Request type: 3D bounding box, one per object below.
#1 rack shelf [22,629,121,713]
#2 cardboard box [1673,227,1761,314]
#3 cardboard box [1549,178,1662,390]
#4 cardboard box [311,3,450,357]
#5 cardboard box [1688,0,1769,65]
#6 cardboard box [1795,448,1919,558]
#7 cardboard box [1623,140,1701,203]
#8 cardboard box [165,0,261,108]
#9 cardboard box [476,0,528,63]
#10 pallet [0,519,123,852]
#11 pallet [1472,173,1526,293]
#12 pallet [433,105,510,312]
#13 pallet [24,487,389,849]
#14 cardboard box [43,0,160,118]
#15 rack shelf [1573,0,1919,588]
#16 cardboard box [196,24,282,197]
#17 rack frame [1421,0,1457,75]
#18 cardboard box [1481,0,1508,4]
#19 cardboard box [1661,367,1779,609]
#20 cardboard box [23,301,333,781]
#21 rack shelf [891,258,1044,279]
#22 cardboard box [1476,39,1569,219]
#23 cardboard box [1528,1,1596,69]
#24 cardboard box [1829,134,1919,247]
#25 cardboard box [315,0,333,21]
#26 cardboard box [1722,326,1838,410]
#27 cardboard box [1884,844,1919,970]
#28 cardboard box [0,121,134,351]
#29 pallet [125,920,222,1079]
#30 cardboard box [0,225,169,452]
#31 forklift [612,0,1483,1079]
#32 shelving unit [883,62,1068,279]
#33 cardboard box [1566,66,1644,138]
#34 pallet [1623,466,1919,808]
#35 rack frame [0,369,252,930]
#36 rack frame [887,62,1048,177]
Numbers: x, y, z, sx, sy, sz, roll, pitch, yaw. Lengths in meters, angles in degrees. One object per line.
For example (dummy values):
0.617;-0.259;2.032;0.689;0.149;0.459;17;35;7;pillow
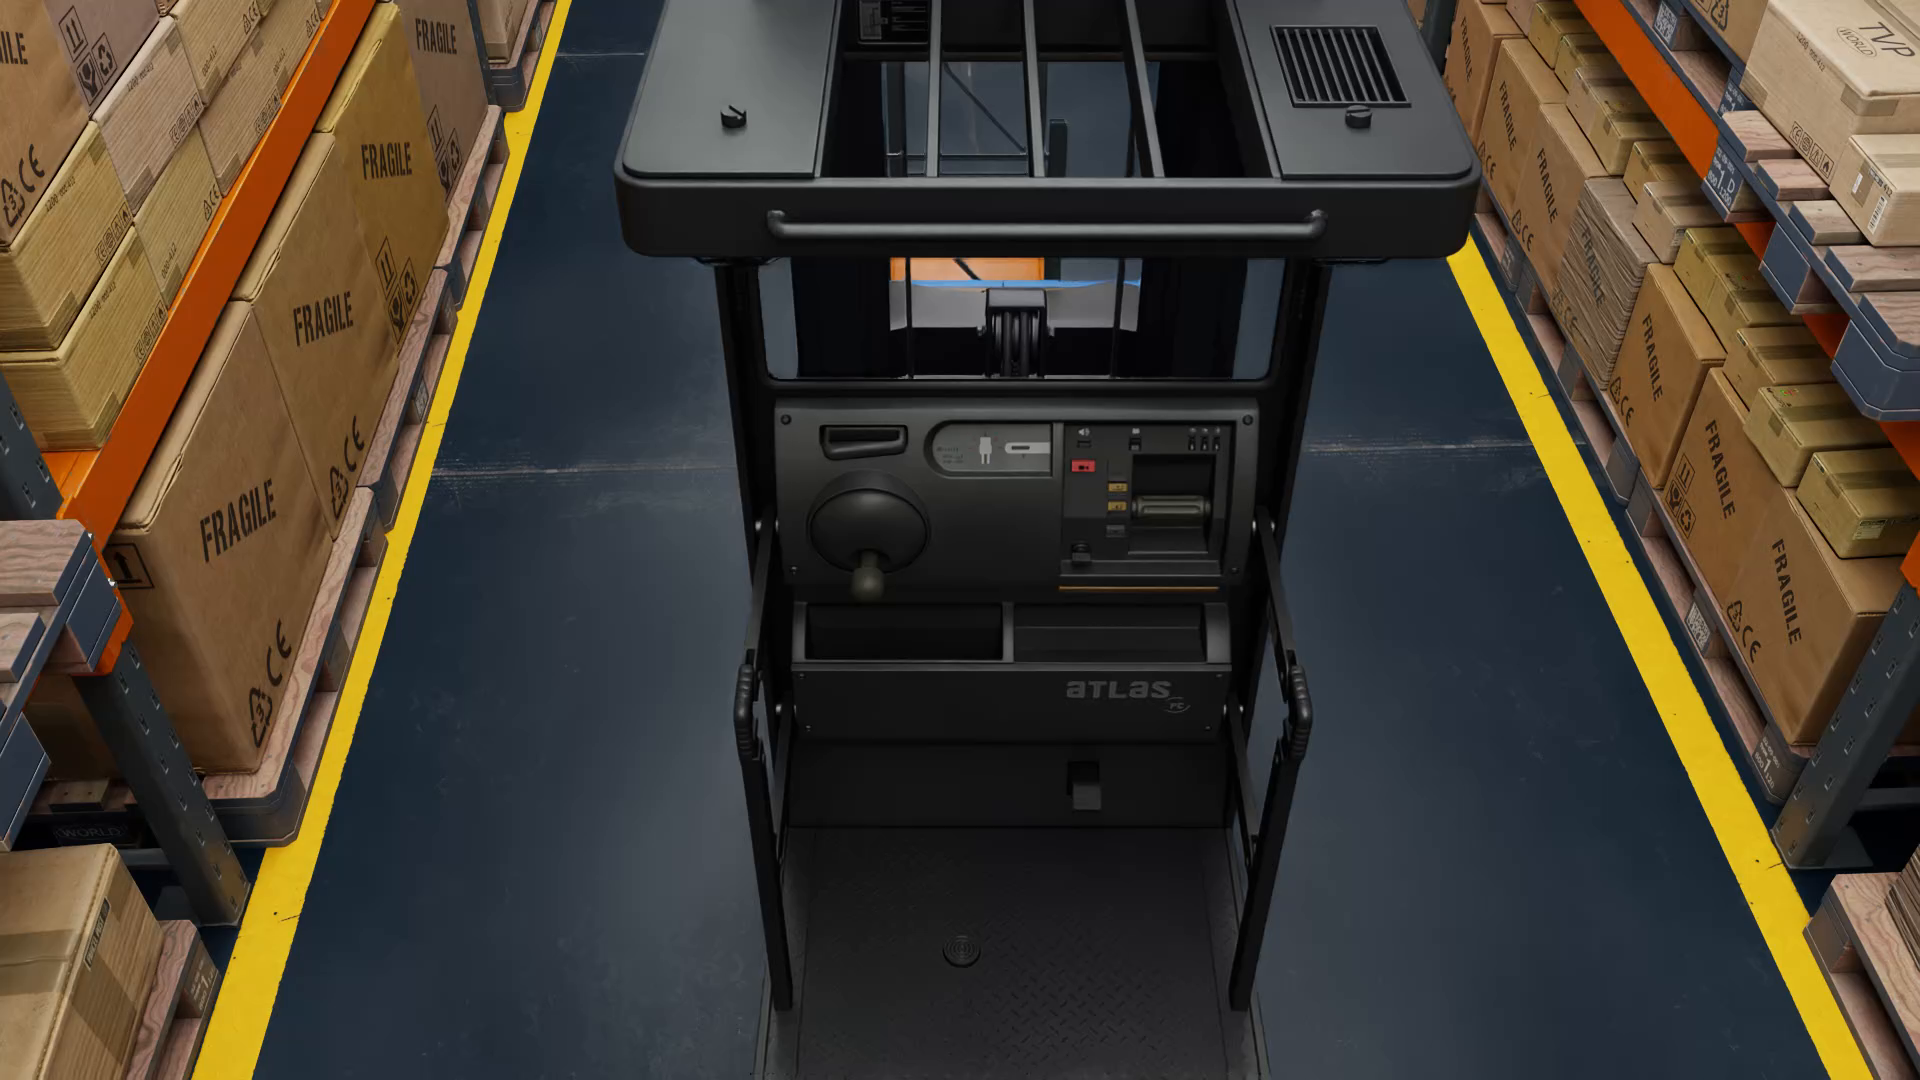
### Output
-2.232;1.459;1.971;1.077;0.370;4.000;-2;43;-2;rack shelf
2.382;-0.810;4.973;0.380;0.149;0.250;-2;43;-2;cardboard box
2.333;-0.856;5.503;0.500;0.500;0.500;-3;43;-3;cardboard box
-2.334;-1.203;5.604;0.875;0.875;0.875;-1;43;-1;cardboard box
2.388;-1.591;4.379;0.797;0.503;0.637;-3;43;-3;cardboard box
2.368;-0.100;4.198;0.380;0.149;0.250;-4;43;-4;cardboard box
2.381;-1.163;5.358;0.380;0.149;0.250;-1;43;-2;cardboard box
-2.121;-1.320;4.212;0.500;0.250;0.500;-2;43;-2;cardboard box
-2.406;-2.494;7.336;0.875;0.438;0.875;-2;43;-2;cardboard box
-2.180;0.392;2.744;1.213;0.211;1.003;-2;43;-2;pallet
2.545;-1.426;6.649;1.003;0.211;1.213;-2;43;-2;pallet
-2.378;-1.310;6.523;1.003;0.211;1.213;-2;43;-2;pallet
-2.275;0.337;4.726;1.003;0.211;1.213;-2;43;-2;pallet
-2.124;-1.236;3.565;0.500;0.500;0.500;-1;43;-2;cardboard box
2.557;-1.386;5.075;1.077;0.370;4.000;-2;43;-2;rack shelf
-2.142;-1.139;4.384;0.500;0.250;0.500;0;43;0;cardboard box
2.473;-3.002;6.305;1.000;3.000;0.127;-2;43;-2;rack frame
2.222;-2.224;6.516;0.380;0.149;0.250;0;43;0;cardboard box
2.399;-0.152;4.735;0.500;0.500;0.500;-2;43;-2;cardboard box
-2.263;0.003;4.288;0.875;0.875;0.875;-2;43;-2;cardboard box
0.021;-0.719;5.191;0.538;0.185;1.000;0;43;0;rack shelf
2.301;-1.543;6.253;0.500;0.500;0.500;-2;43;-2;cardboard box
2.333;-1.867;6.126;0.380;0.149;0.250;-4;43;-4;cardboard box
2.231;-0.796;3.774;0.380;0.149;0.250;-1;43;-1;cardboard box
-2.193;-1.821;5.128;0.500;0.250;0.500;-3;43;-3;cardboard box
2.359;-0.462;4.594;0.380;0.149;0.250;-3;43;-3;cardboard box
2.655;0.841;3.560;0.875;0.625;0.625;0;43;0;cardboard box
-2.091;-0.635;3.464;0.500;0.250;0.500;-2;43;-2;cardboard box
-2.285;1.399;3.567;1.003;0.211;1.213;-2;43;-2;pallet
-2.086;-0.439;3.620;0.500;0.250;0.500;-2;43;-3;cardboard box
0.110;0.008;3.072;1.130;2.935;3.031;0;43;0;forklift
0.021;-0.858;5.076;0.587;1.500;1.083;0;43;0;shelving unit
2.332;-1.512;5.739;0.380;0.149;0.250;-2;43;-2;cardboard box
2.648;0.221;4.852;1.003;0.211;1.213;-2;43;-2;pallet
-2.317;-0.156;3.201;1.000;3.000;0.127;-2;43;-2;rack frame
0.022;-1.195;5.444;0.500;1.500;0.032;0;43;0;rack frame
